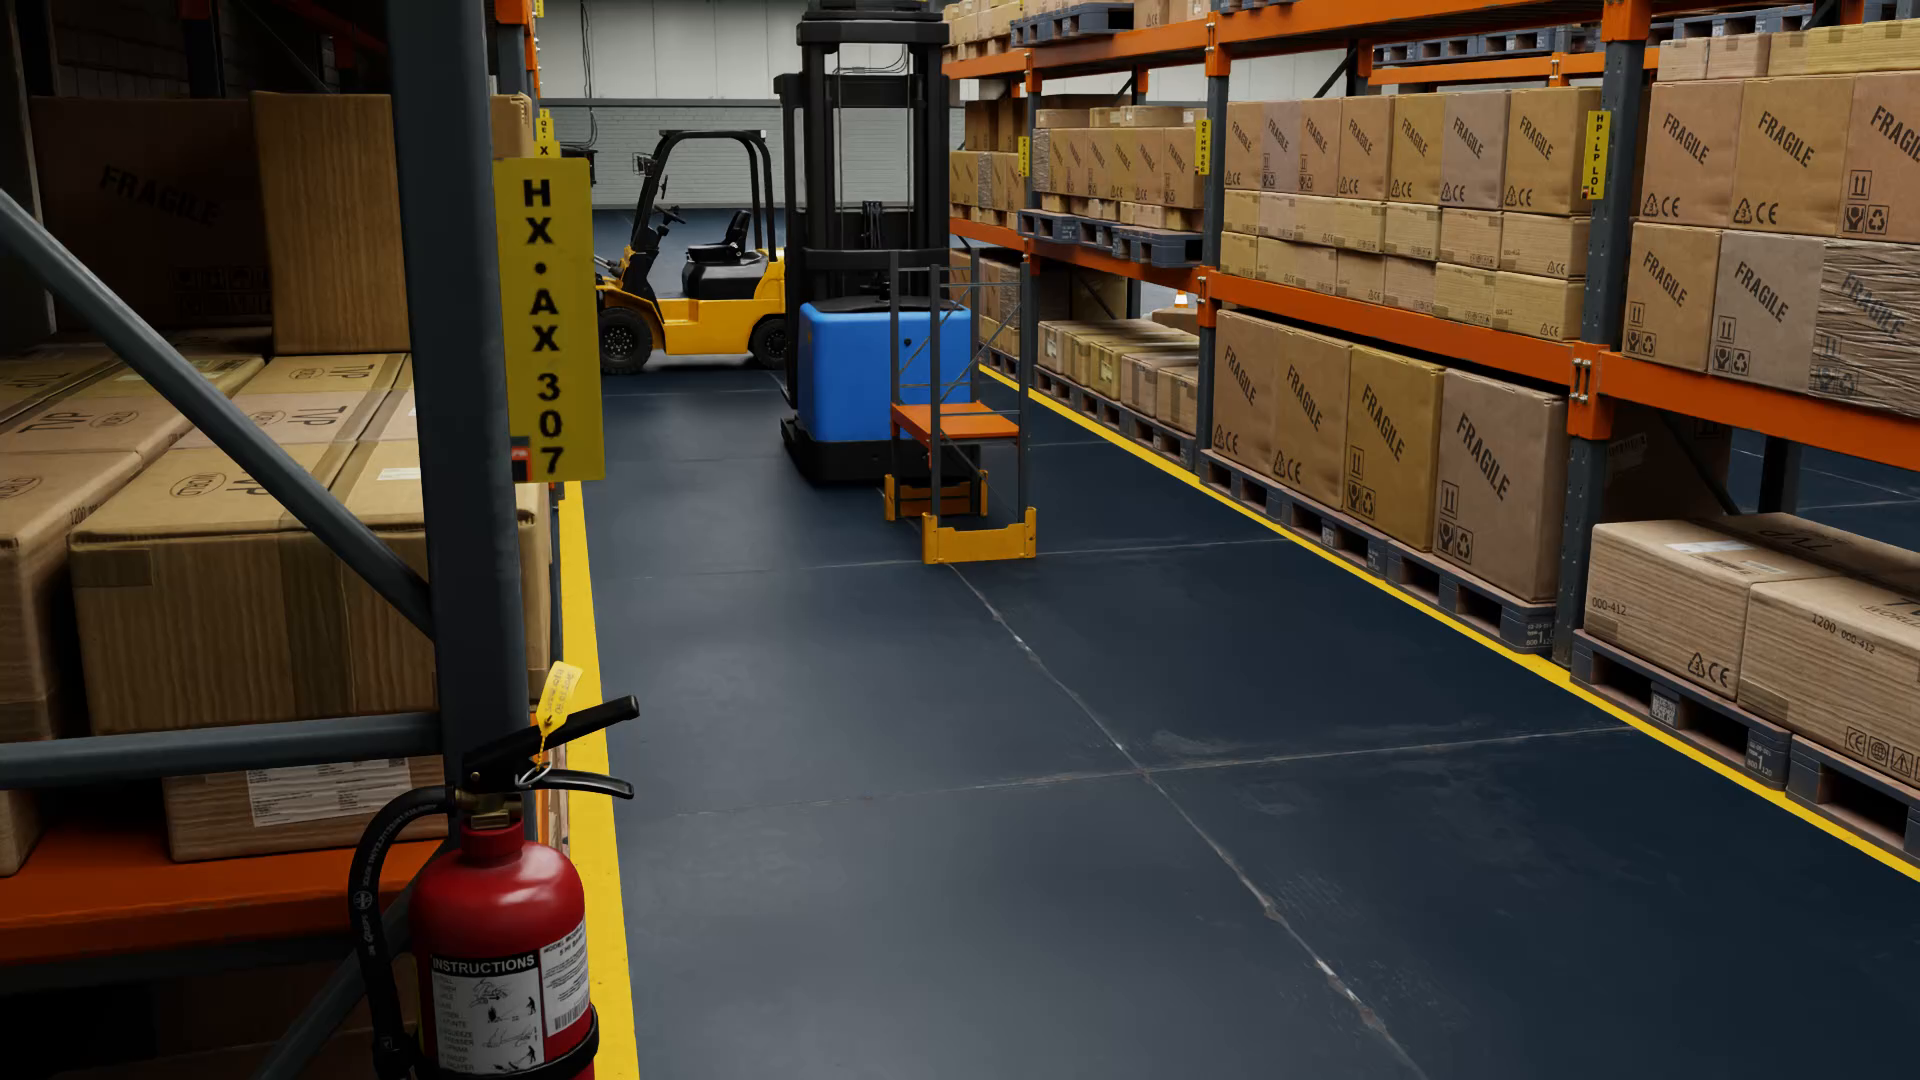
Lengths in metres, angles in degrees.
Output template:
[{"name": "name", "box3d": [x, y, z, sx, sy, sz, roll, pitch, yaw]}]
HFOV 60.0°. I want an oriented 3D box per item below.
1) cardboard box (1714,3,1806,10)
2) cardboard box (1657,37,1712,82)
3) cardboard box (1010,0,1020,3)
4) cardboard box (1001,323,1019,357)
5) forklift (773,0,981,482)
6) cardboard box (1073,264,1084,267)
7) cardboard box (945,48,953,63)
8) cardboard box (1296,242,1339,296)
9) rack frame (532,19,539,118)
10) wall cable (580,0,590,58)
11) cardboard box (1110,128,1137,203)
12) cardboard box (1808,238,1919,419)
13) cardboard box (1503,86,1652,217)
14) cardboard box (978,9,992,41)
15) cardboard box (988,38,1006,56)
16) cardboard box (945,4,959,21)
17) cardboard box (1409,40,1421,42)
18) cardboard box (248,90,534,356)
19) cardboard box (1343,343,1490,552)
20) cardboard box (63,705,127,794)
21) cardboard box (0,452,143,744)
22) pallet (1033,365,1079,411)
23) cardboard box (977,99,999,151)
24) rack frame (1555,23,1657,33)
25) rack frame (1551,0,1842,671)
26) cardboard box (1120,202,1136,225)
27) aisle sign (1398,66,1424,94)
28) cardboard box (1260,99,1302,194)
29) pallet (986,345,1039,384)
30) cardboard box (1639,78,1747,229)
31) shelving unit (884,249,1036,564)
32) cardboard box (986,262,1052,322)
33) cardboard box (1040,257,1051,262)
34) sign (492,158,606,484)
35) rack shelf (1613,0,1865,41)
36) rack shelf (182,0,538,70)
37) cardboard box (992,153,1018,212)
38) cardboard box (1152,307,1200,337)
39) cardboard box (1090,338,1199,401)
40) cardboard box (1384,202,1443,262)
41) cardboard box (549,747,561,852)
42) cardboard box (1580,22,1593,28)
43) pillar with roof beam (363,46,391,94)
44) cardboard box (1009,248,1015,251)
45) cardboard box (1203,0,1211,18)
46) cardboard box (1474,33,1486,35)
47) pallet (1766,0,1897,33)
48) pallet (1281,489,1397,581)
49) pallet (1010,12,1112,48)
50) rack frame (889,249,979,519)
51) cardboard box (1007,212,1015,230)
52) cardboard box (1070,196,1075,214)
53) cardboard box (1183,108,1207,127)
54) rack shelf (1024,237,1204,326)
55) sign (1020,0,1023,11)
[{"name": "cardboard box", "box3d": [6.109, -4.333, 12.718, 0.500, 0.500, 0.500, -3, 14, -13]}, {"name": "cardboard box", "box3d": [2.763, -1.730, 6.003, 0.380, 0.149, 0.250, -3, 14, -14]}, {"name": "cardboard box", "box3d": [0.640, -4.652, 14.179, 0.380, 0.149, 0.250, -4, 14, -15]}, {"name": "cardboard box", "box3d": [0.662, -1.803, 14.896, 0.500, 0.250, 0.500, -3, 14, -11]}, {"name": "forklift", "box3d": [-0.659, -2.085, 11.286, 1.130, 2.935, 3.031, -3, 14, -11]}, {"name": "cardboard box", "box3d": [1.215, -2.544, 14.983, 0.380, 0.149, 0.250, -3, 14, -12]}, {"name": "cardboard box", "box3d": [0.062, -4.858, 16.700, 0.380, 0.149, 0.250, -3, 14, -12]}, {"name": "cardboard box", "box3d": [2.127, -1.452, 8.866, 0.500, 0.250, 0.500, -3, 14, -11]}, {"name": "rack frame", "box3d": [-3.762, -2.536, 12.986, 1.000, 3.000, 0.127, -3, 14, -13]}, {"name": "wall cable", "box3d": [-9.237, -14.932, 46.986, 3.097, 2.526, 0.112, -3, 14, -13]}, {"name": "cardboard box", "box3d": [1.373, -2.612, 11.576, 0.500, 0.500, 0.500, -4, 14, -17]}, {"name": "cardboard box", "box3d": [3.021, -0.662, 5.106, 0.500, 0.500, 0.500, -3, 14, -13]}, {"name": "cardboard box", "box3d": [2.592, -1.591, 6.802, 0.500, 0.500, 0.500, -3, 14, -11]}, {"name": "cardboard box", "box3d": [0.471, -4.664, 15.066, 0.500, 0.250, 0.500, -4, 14, -14]}, {"name": "cardboard box", "box3d": [0.463, -4.442, 14.999, 0.380, 0.149, 0.250, -3, 14, -12]}, {"name": "cardboard box", "box3d": [0.068, -5.185, 16.358, 0.380, 0.149, 0.250, -3, 14, -13]}, {"name": "cardboard box", "box3d": [4.917, -5.293, 17.386, 0.380, 0.149, 0.250, -3, 14, -13]}, {"name": "cardboard box", "box3d": [-1.141, -0.669, 3.455, 0.500, 0.500, 0.500, -3, 14, -12]}, {"name": "cardboard box", "box3d": [2.498, -0.486, 8.189, 0.875, 0.875, 0.875, -3, 14, -12]}, {"name": "cardboard box", "box3d": [-1.282, 0.231, 2.190, 0.380, 0.149, 0.250, -3, 14, -12]}, {"name": "cardboard box", "box3d": [-1.310, 0.070, 2.011, 0.500, 0.250, 0.500, -3, 14, -12]}, {"name": "pallet", "box3d": [1.246, -1.279, 13.718, 1.003, 0.211, 1.213, -3, 14, -13]}, {"name": "cardboard box", "box3d": [0.566, -4.192, 16.821, 0.700, 0.500, 0.500, -3, 14, -13]}, {"name": "rack frame", "box3d": [5.850, -6.027, 14.635, 1.000, 3.000, 0.127, -3, 14, -13]}, {"name": "rack frame", "box3d": [2.941, -0.968, 6.568, 1.000, 3.000, 0.127, -3, 14, -13]}, {"name": "cardboard box", "box3d": [1.330, -2.270, 11.542, 0.380, 0.149, 0.250, -3, 14, -12]}, {"name": "aisle sign", "box3d": [5.185, -5.331, 18.951, 0.394, 0.787, 0.004, -3, 14, -13]}, {"name": "cardboard box", "box3d": [2.005, -2.184, 9.227, 0.500, 0.500, 0.500, -3, 14, -13]}, {"name": "pallet", "box3d": [0.870, -1.612, 15.079, 1.003, 0.211, 1.213, -3, 14, -13]}, {"name": "cardboard box", "box3d": [2.817, -1.379, 5.933, 0.500, 0.500, 0.500, -3, 14, -13]}, {"name": "shelving unit", "box3d": [-0.018, -0.746, 8.821, 0.587, 1.500, 1.083, -3, 14, -13]}, {"name": "cardboard box", "box3d": [0.541, -2.285, 15.287, 0.500, 0.500, 0.500, -3, 14, -12]}, {"name": "cardboard box", "box3d": [0.928, -2.440, 15.921, 0.500, 0.500, 0.500, -3, 14, -10]}, {"name": "sign", "box3d": [-0.416, -0.218, 1.676, 0.100, 0.325, 0.005, -3, 14, -13]}, {"name": "rack shelf", "box3d": [3.410, -1.614, 4.409, 1.077, 0.370, 4.000, -3, 14, -13]}, {"name": "rack shelf", "box3d": [-2.353, -2.259, 7.050, 1.077, 0.370, 4.000, -3, 14, -13]}, {"name": "cardboard box", "box3d": [0.588, -3.213, 14.922, 0.500, 0.500, 0.500, -3, 14, -11]}, {"name": "cardboard box", "box3d": [2.133, -1.923, 15.741, 0.500, 0.500, 0.500, 7, 15, 26]}, {"name": "cardboard box", "box3d": [1.525, -1.294, 12.555, 0.950, 0.372, 0.625, -3, 14, -11]}, {"name": "cardboard box", "box3d": [2.349, -1.460, 7.845, 0.500, 0.250, 0.500, -3, 14, -12]}, {"name": "cardboard box", "box3d": [-1.185, 0.769, 3.839, 0.500, 0.500, 0.500, -3, 14, -12]}, {"name": "cardboard box", "box3d": [6.032, -4.863, 15.625, 0.380, 0.149, 0.250, -3, 14, -13]}, {"name": "pillar with roof beam", "box3d": [-1.230, -6.402, 16.170, 9.100, 9.000, 0.400, -3, 14, -13]}, {"name": "cardboard box", "box3d": [0.716, -3.033, 16.981, 0.380, 0.149, 0.250, -3, 14, -12]}, {"name": "cardboard box", "box3d": [1.723, -3.287, 10.269, 0.380, 0.149, 0.250, -3, 14, -13]}, {"name": "cardboard box", "box3d": [5.215, -5.001, 16.189, 0.380, 0.149, 0.250, -3, 14, -12]}, {"name": "pallet", "box3d": [6.586, -3.701, 11.832, 1.213, 0.211, 1.003, -3, 14, -11]}, {"name": "pallet", "box3d": [2.396, -0.069, 8.765, 1.003, 0.211, 1.213, -3, 14, -13]}, {"name": "pallet", "box3d": [1.103, -4.031, 13.181, 1.213, 0.211, 1.003, -3, 14, -13]}, {"name": "rack frame", "box3d": [-0.139, -0.866, 9.310, 0.500, 1.500, 0.032, -3, 14, -13]}, {"name": "cardboard box", "box3d": [0.625, -2.806, 14.620, 0.380, 0.149, 0.250, -3, 14, -12]}, {"name": "cardboard box", "box3d": [1.076, -2.631, 13.020, 0.380, 0.149, 0.250, -2, 14, -10]}, {"name": "cardboard box", "box3d": [1.652, -3.211, 12.663, 0.380, 0.149, 0.250, -4, 14, -16]}, {"name": "rack shelf", "box3d": [1.532, -2.003, 12.319, 1.077, 0.370, 4.000, -3, 14, -13]}, {"name": "sign", "box3d": [0.536, -4.490, 13.574, 0.100, 0.325, 0.005, -3, 14, -13]}]
